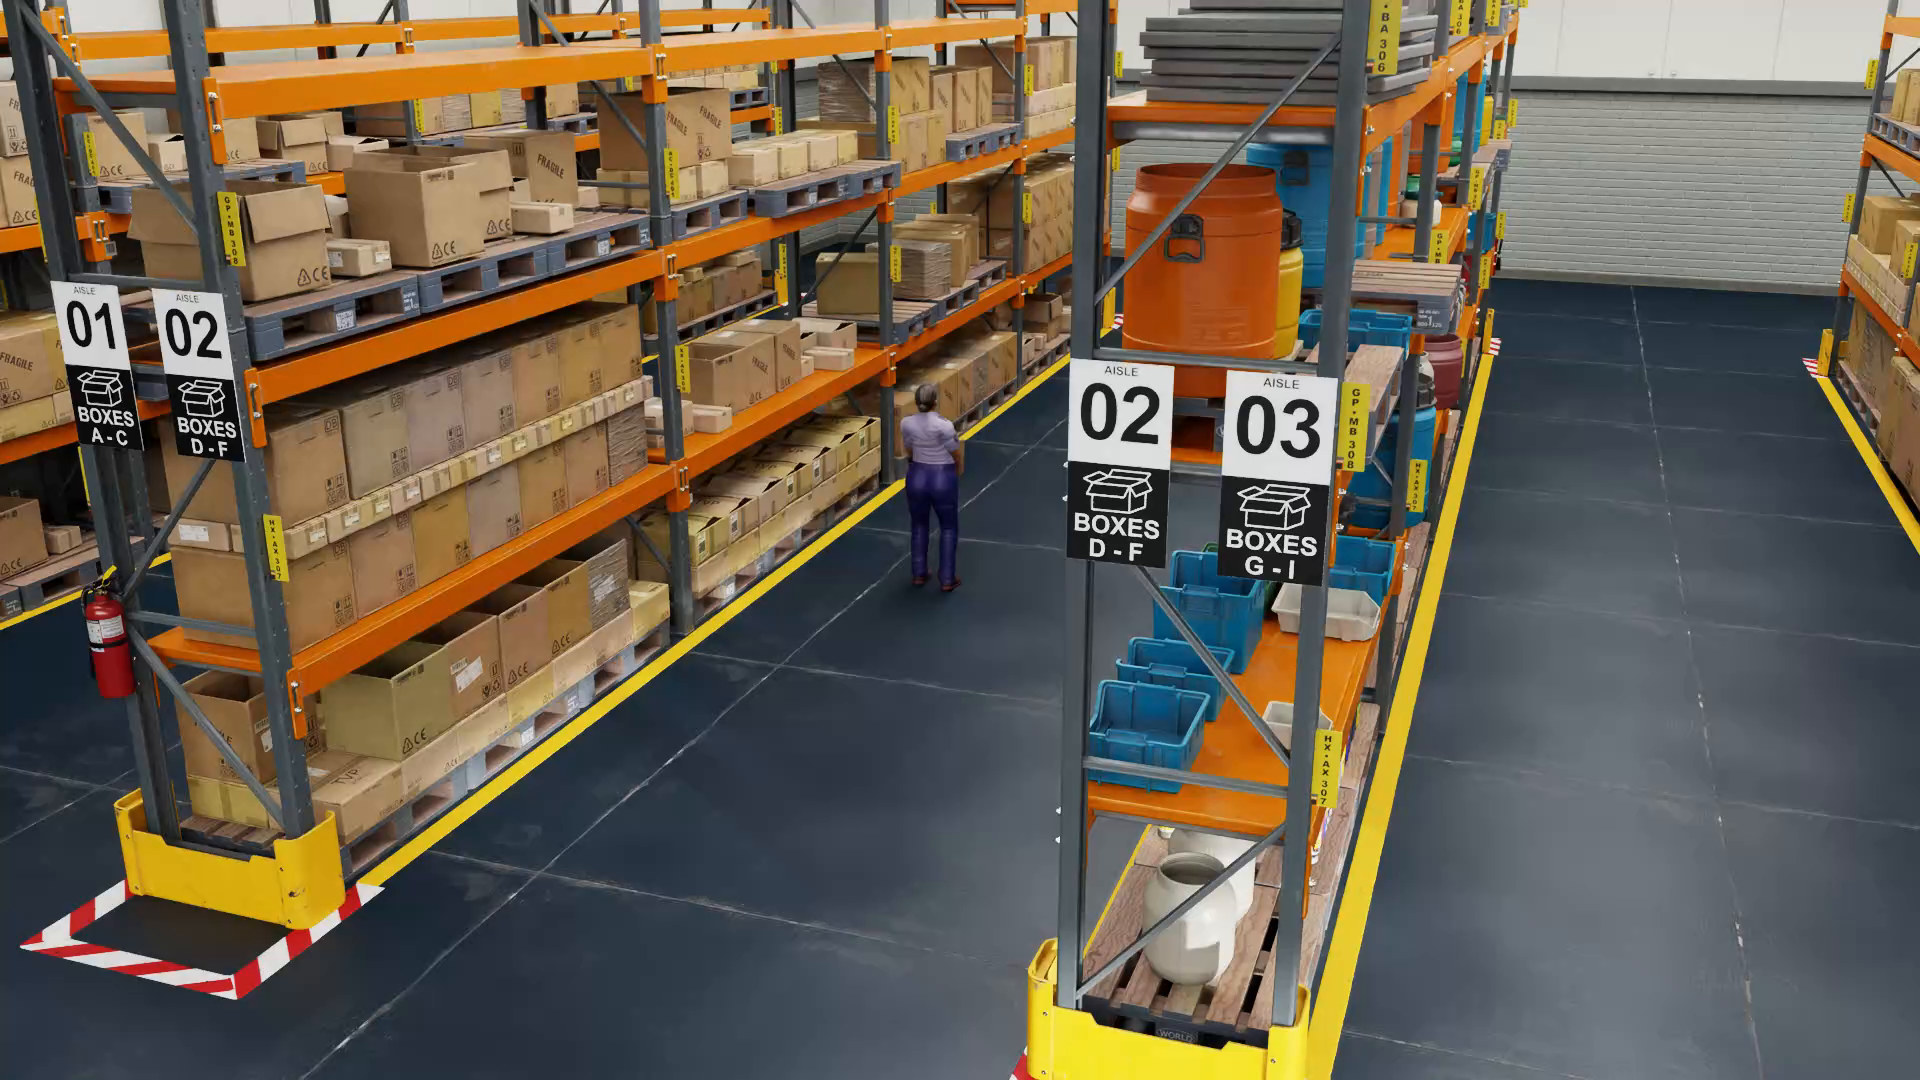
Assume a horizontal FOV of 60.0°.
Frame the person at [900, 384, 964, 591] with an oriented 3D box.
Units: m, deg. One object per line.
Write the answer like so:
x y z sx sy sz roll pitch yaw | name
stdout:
-0.198 -0.440 12.898 0.452 1.634 0.518 7 20 19 | person
